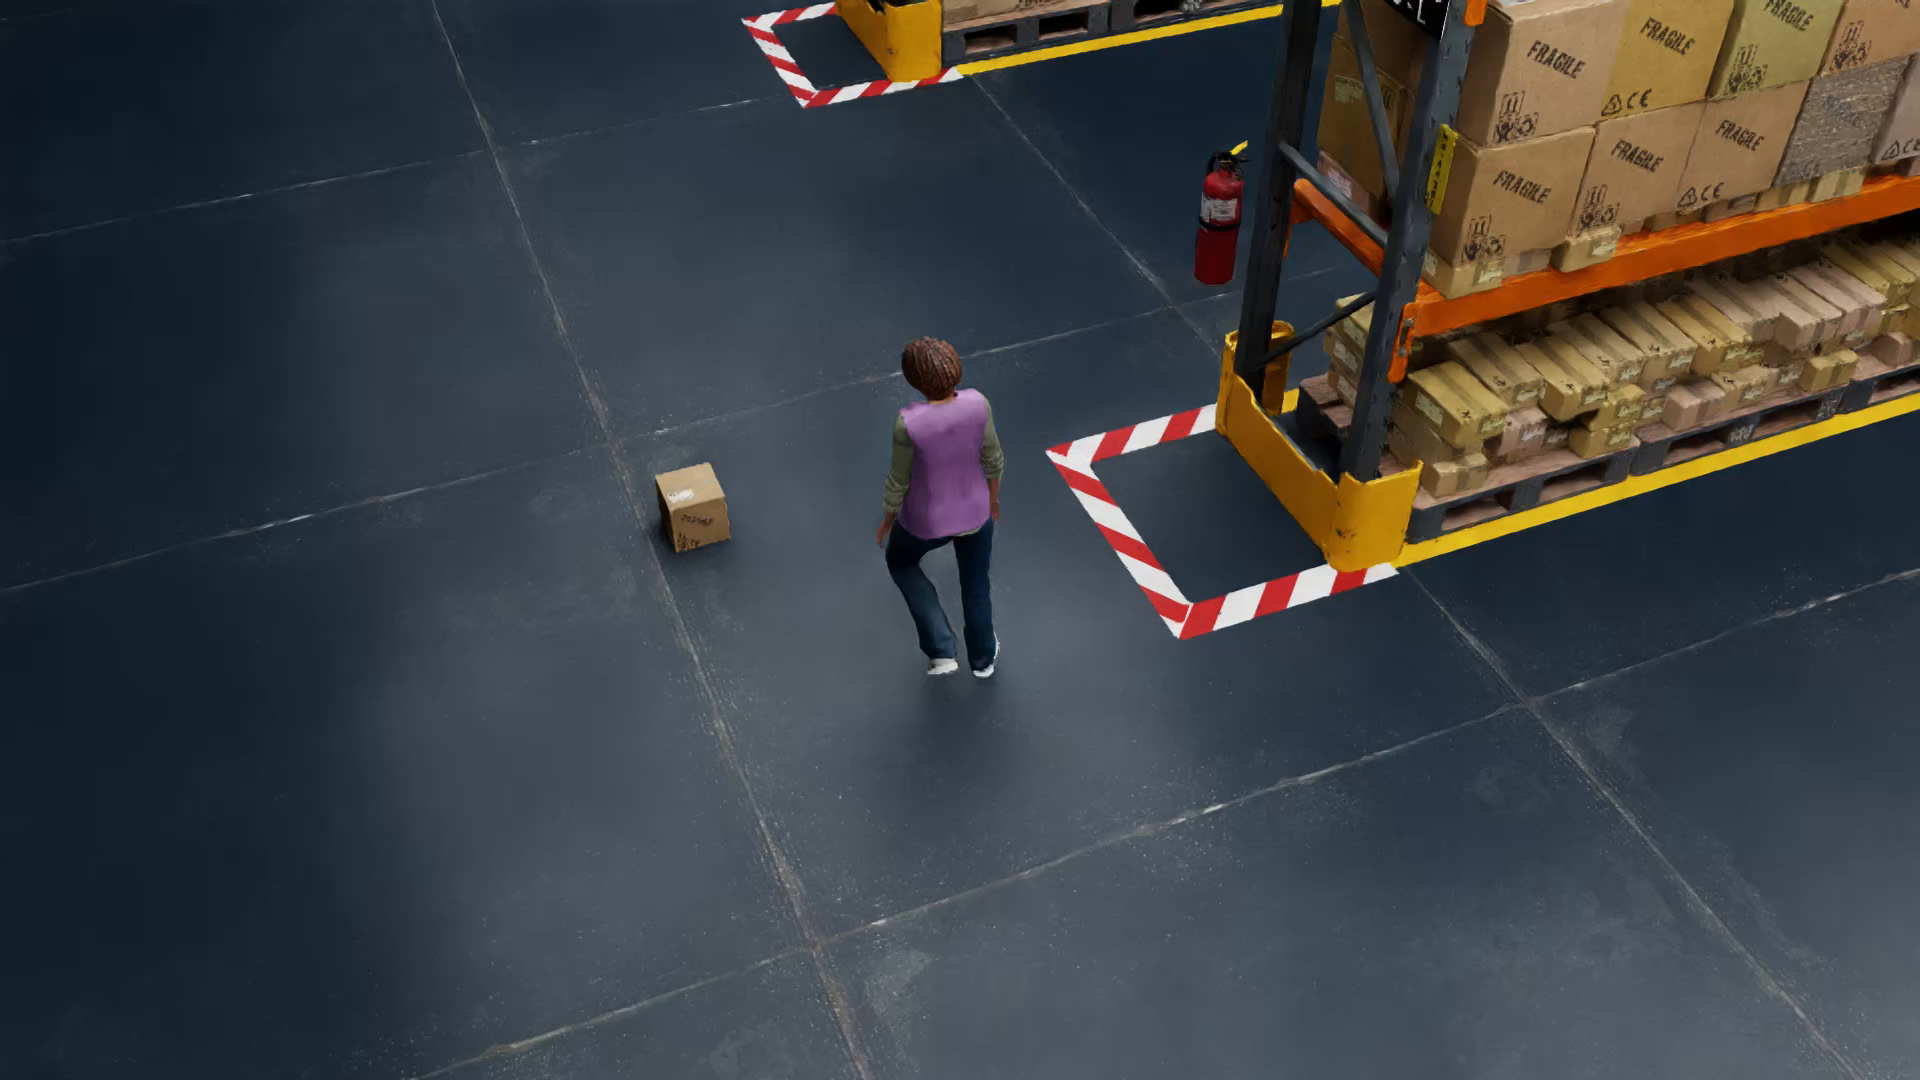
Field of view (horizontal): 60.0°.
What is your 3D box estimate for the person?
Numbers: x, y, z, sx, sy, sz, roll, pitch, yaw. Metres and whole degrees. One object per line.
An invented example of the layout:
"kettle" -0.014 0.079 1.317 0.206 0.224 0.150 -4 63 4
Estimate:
"person" -0.059 -0.069 6.216 0.493 1.588 0.420 -13 44 -14
